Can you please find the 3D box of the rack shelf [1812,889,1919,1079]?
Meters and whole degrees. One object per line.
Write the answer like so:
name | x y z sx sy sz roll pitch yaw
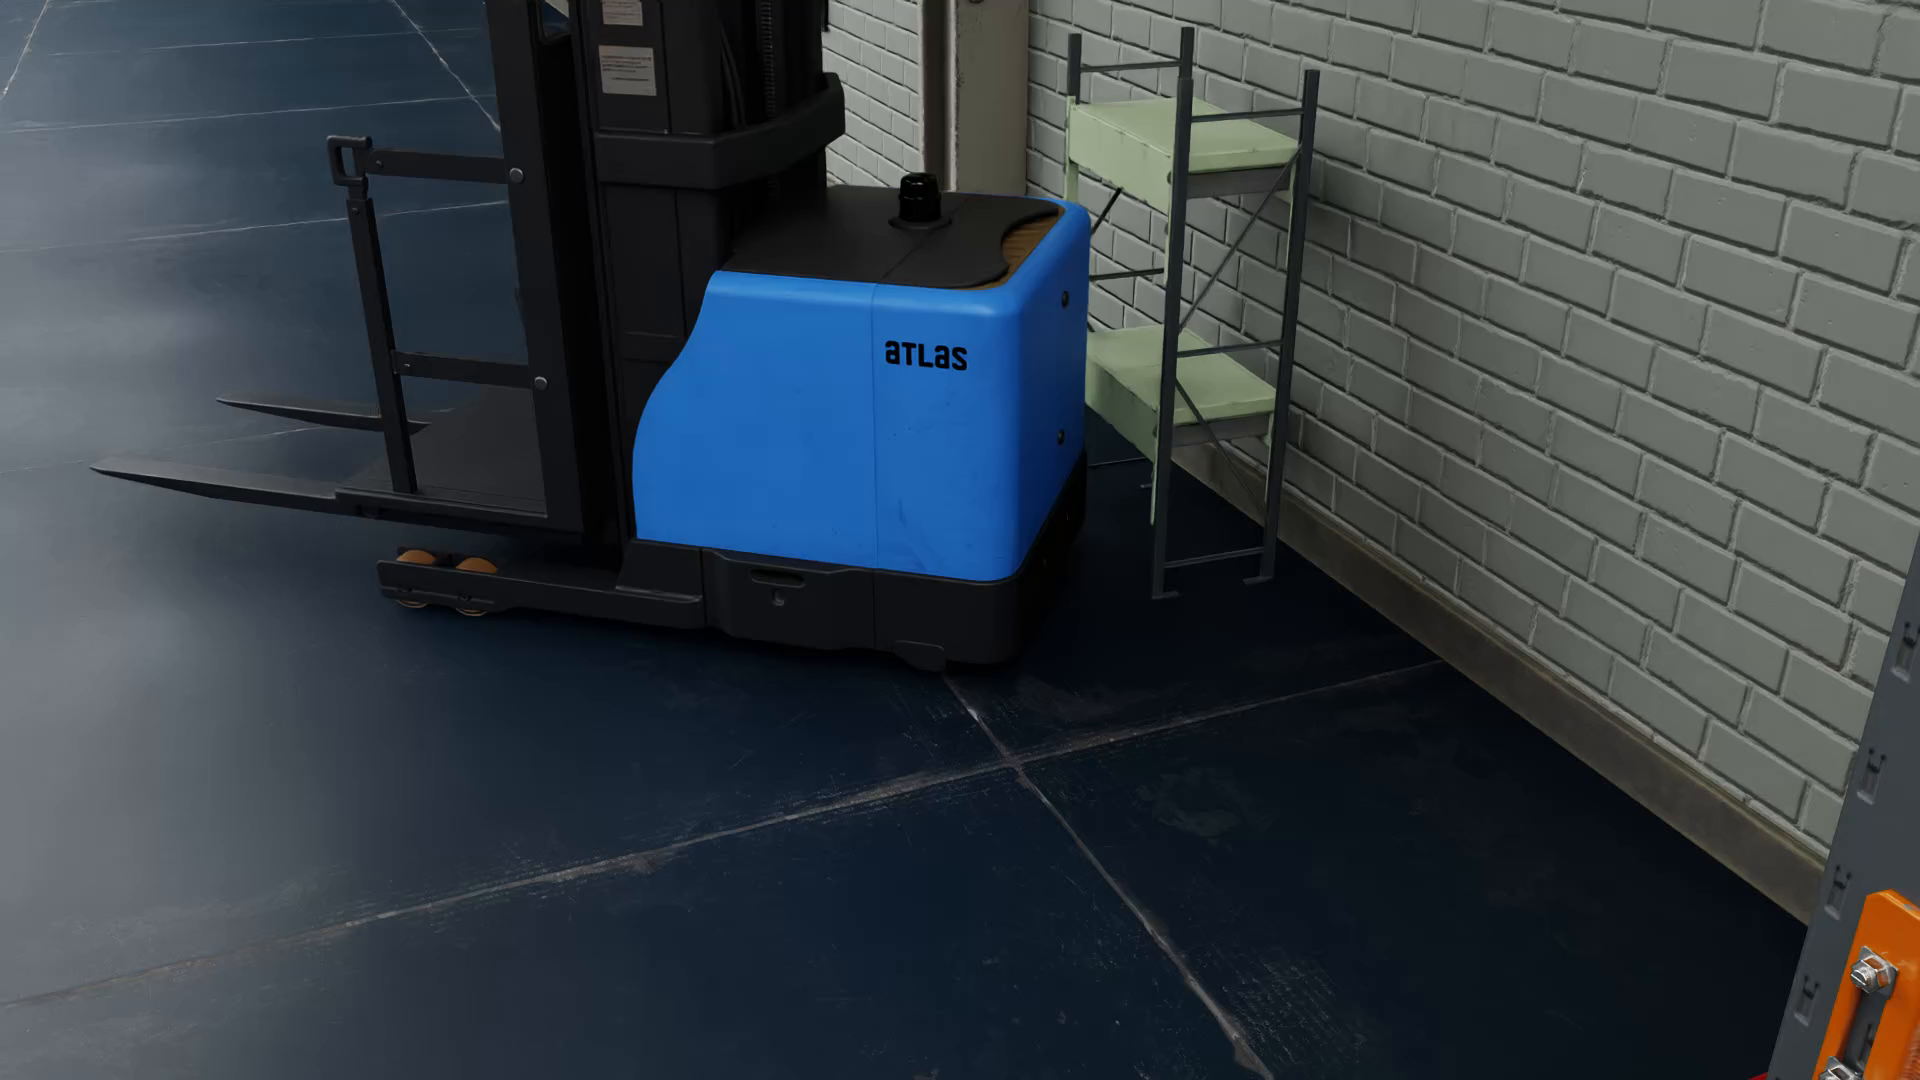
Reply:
rack shelf | 2.112 1.210 0.173 1.077 0.370 4.000 -11 28 -21

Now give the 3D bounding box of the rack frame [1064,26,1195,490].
rack frame | 0.509 -0.832 5.245 0.400 1.500 0.023 -9 27 -17

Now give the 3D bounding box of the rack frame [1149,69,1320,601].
rack frame | 0.749 -0.529 4.623 0.400 1.500 0.023 -9 27 -17

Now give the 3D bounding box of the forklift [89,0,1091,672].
forklift | -1.184 -1.310 4.592 3.031 2.935 1.130 7 27 14

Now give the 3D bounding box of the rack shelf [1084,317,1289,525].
rack shelf | 0.629 -0.388 5.077 0.431 0.370 0.720 -9 27 -17

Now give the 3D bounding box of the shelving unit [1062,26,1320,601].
shelving unit | 0.629 -0.680 4.934 0.431 1.500 0.755 -9 27 -17

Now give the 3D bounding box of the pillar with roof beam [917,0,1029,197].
pillar with roof beam | -3.912 -4.165 3.524 9.100 9.000 0.400 -11 28 -21

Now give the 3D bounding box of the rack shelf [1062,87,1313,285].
rack shelf | 0.629 -1.031 4.763 0.431 0.370 0.720 -9 27 -17

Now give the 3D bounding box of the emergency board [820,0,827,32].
emergency board | -0.884 -3.213 8.412 0.194 1.169 0.643 -11 28 -21
